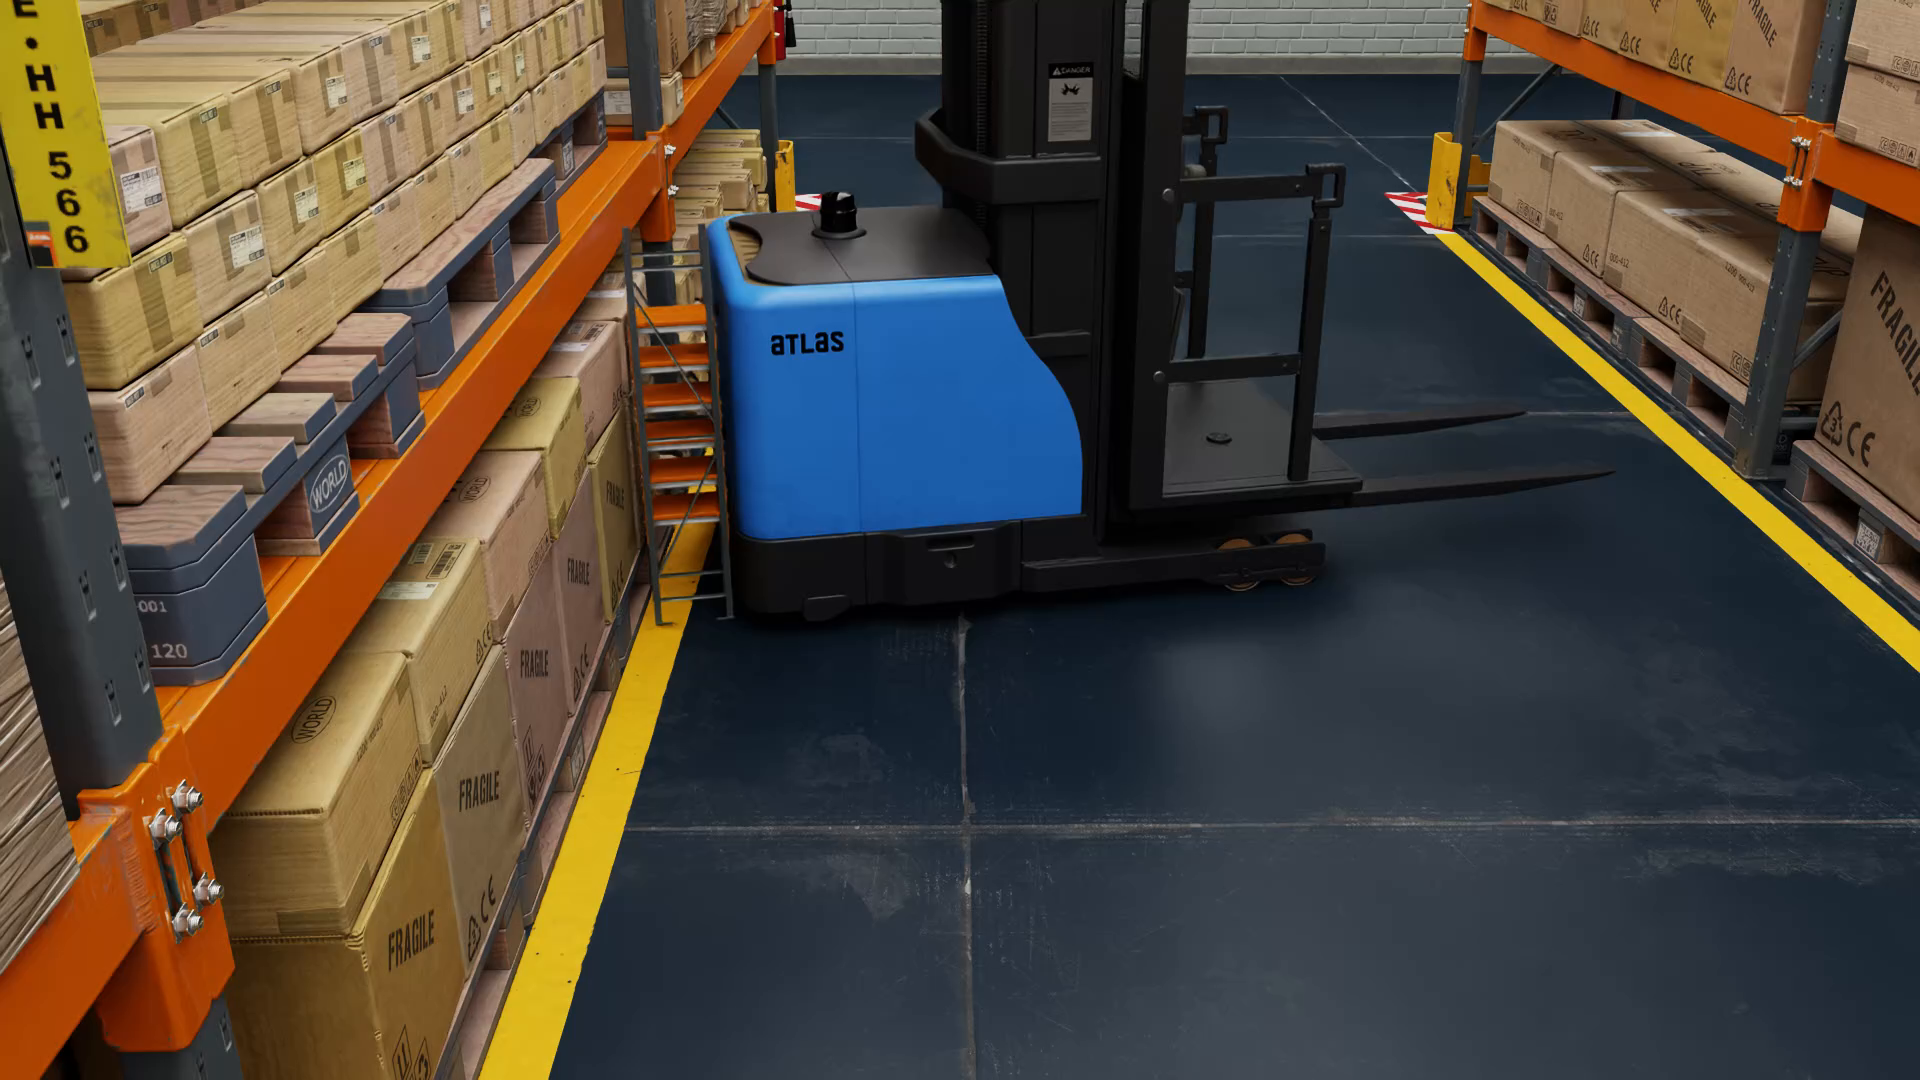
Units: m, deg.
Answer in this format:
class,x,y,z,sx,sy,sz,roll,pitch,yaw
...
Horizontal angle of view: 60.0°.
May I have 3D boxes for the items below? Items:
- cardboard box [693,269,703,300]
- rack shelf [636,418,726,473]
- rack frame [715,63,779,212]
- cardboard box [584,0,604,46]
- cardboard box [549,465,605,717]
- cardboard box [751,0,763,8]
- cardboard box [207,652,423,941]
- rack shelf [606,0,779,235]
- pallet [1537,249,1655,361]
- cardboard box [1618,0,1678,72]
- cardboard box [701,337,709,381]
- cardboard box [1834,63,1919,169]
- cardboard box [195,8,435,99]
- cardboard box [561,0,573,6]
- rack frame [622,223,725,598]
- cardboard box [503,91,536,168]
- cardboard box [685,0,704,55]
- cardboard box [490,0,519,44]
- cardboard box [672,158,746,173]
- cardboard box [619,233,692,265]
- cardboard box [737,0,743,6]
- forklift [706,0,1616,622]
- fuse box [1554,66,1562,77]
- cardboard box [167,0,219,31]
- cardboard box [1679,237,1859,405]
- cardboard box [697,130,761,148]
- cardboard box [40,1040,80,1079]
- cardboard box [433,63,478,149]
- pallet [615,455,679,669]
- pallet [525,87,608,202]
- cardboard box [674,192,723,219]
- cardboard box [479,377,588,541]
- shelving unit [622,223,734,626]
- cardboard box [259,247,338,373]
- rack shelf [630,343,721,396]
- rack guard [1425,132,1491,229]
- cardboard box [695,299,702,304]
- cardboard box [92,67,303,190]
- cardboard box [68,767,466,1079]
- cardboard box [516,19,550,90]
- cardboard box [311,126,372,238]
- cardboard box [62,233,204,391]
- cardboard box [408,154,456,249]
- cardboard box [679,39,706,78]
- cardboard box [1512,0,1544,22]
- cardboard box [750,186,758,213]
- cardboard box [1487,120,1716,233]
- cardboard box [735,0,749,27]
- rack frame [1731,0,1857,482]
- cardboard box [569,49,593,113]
class,x,y,z,sx,sy,sz,roll,pitch,yaw
cardboard box,-1.303,-1.156,7.254,0.380,0.149,0.250,1,24,2
rack shelf,-0.845,-0.292,5.033,0.258,0.103,0.180,-5,23,-10
rack frame,-1.551,-3.197,9.178,1.000,3.000,0.127,0,24,-1
cardboard box,-1.306,-1.598,5.077,0.380,0.149,0.250,0,24,1
cardboard box,-1.241,0.126,4.355,0.500,0.500,0.500,-1,24,-2
cardboard box,-1.265,-2.949,8.935,0.380,0.149,0.250,0,24,0
cardboard box,-1.230,0.421,2.794,0.500,0.250,0.500,-1,24,-3
rack shelf,-1.530,-2.045,7.504,1.077,0.370,4.000,0,24,-1
pallet,3.495,-1.159,8.057,1.003,0.211,1.213,0,24,-1
cardboard box,3.149,-2.267,7.001,0.500,0.500,0.500,-1,24,-1
cardboard box,-1.193,-0.702,6.612,0.380,0.149,0.250,0,24,1
cardboard box,3.182,-1.361,5.302,0.500,0.250,0.500,-1,24,-2
cardboard box,-1.291,-0.981,3.352,0.380,0.149,0.250,0,24,1
cardboard box,-1.304,-1.621,4.767,0.380,0.149,0.250,-1,24,-2
rack frame,-0.862,-0.368,5.099,0.240,1.200,0.006,-5,23,-10
cardboard box,-1.290,-1.035,4.193,0.380,0.149,0.250,-1,24,-3
cardboard box,-1.274,-2.138,6.356,0.500,0.500,0.500,0,24,-1
cardboard box,-1.301,-1.305,4.069,0.380,0.149,0.250,-1,24,-2
cardboard box,-1.278,-1.826,8.375,0.380,0.149,0.250,-1,24,-3
cardboard box,-1.326,-1.180,6.946,0.380,0.149,0.250,-1,24,-2
cardboard box,-1.274,-2.772,7.758,0.500,0.500,0.500,0,24,0
forklift,0.715,-1.377,5.238,3.031,2.935,1.130,-5,25,-11
fuse box,5.414,-4.946,14.610,0.539,1.711,0.414,0,24,-1
cardboard box,-1.948,-1.199,3.834,0.380,0.149,0.250,1,24,1
cardboard box,3.541,-0.895,6.689,0.875,0.438,0.875,-1,24,-1
cardboard box,-1.292,-2.143,9.076,0.380,0.149,0.250,0,24,0
cardboard box,-1.733,0.778,2.915,0.500,0.500,0.500,0,24,-1
cardboard box,-1.291,-0.954,3.654,0.380,0.149,0.250,1,24,1
pallet,-1.498,0.043,5.399,1.003,0.211,1.213,0,24,-1
pallet,-1.645,-1.145,4.875,1.003,0.211,1.213,0,24,-1
cardboard box,-1.296,-1.499,7.652,0.380,0.149,0.250,0,24,0
cardboard box,-1.235,-0.207,4.181,0.500,0.250,0.500,-1,24,-3
shelving unit,-0.845,-0.333,5.016,0.258,1.200,0.189,-5,23,-10
cardboard box,-1.273,-0.384,2.754,0.380,0.149,0.250,1,24,2
rack shelf,-0.847,-0.513,4.939,0.258,0.103,0.180,-5,23,-10
rack guard,3.397,-2.131,9.856,1.175,0.500,0.348,0,24,-1
cardboard box,-1.339,-1.019,7.313,0.380,0.149,0.250,-1,24,-3
cardboard box,-1.279,-0.651,2.623,0.380,0.149,0.250,0,24,-1
cardboard box,-1.217,0.755,2.965,0.500,0.500,0.500,-1,24,-3
cardboard box,-1.295,-1.274,4.361,0.380,0.149,0.250,-1,24,-2
cardboard box,-1.283,-0.638,2.955,0.380,0.149,0.250,0,24,0
cardboard box,-1.269,-0.312,2.235,0.380,0.149,0.250,1,24,2
cardboard box,-1.284,-0.709,3.472,0.380,0.149,0.250,0,24,0
cardboard box,-1.251,-1.984,6.802,0.380,0.149,0.250,0,24,0
cardboard box,3.149,-2.899,8.398,0.500,0.500,0.500,-1,24,-1
cardboard box,-1.253,-1.794,8.666,0.380,0.149,0.250,-1,24,-3
cardboard box,3.504,-2.013,9.160,0.875,0.438,0.875,-1,24,-2
cardboard box,-1.256,-2.638,8.248,0.380,0.149,0.250,0,24,1
rack frame,3.441,-1.612,5.675,1.000,3.000,0.127,0,24,-1
cardboard box,-1.302,-1.355,4.902,0.380,0.149,0.250,0,24,0
